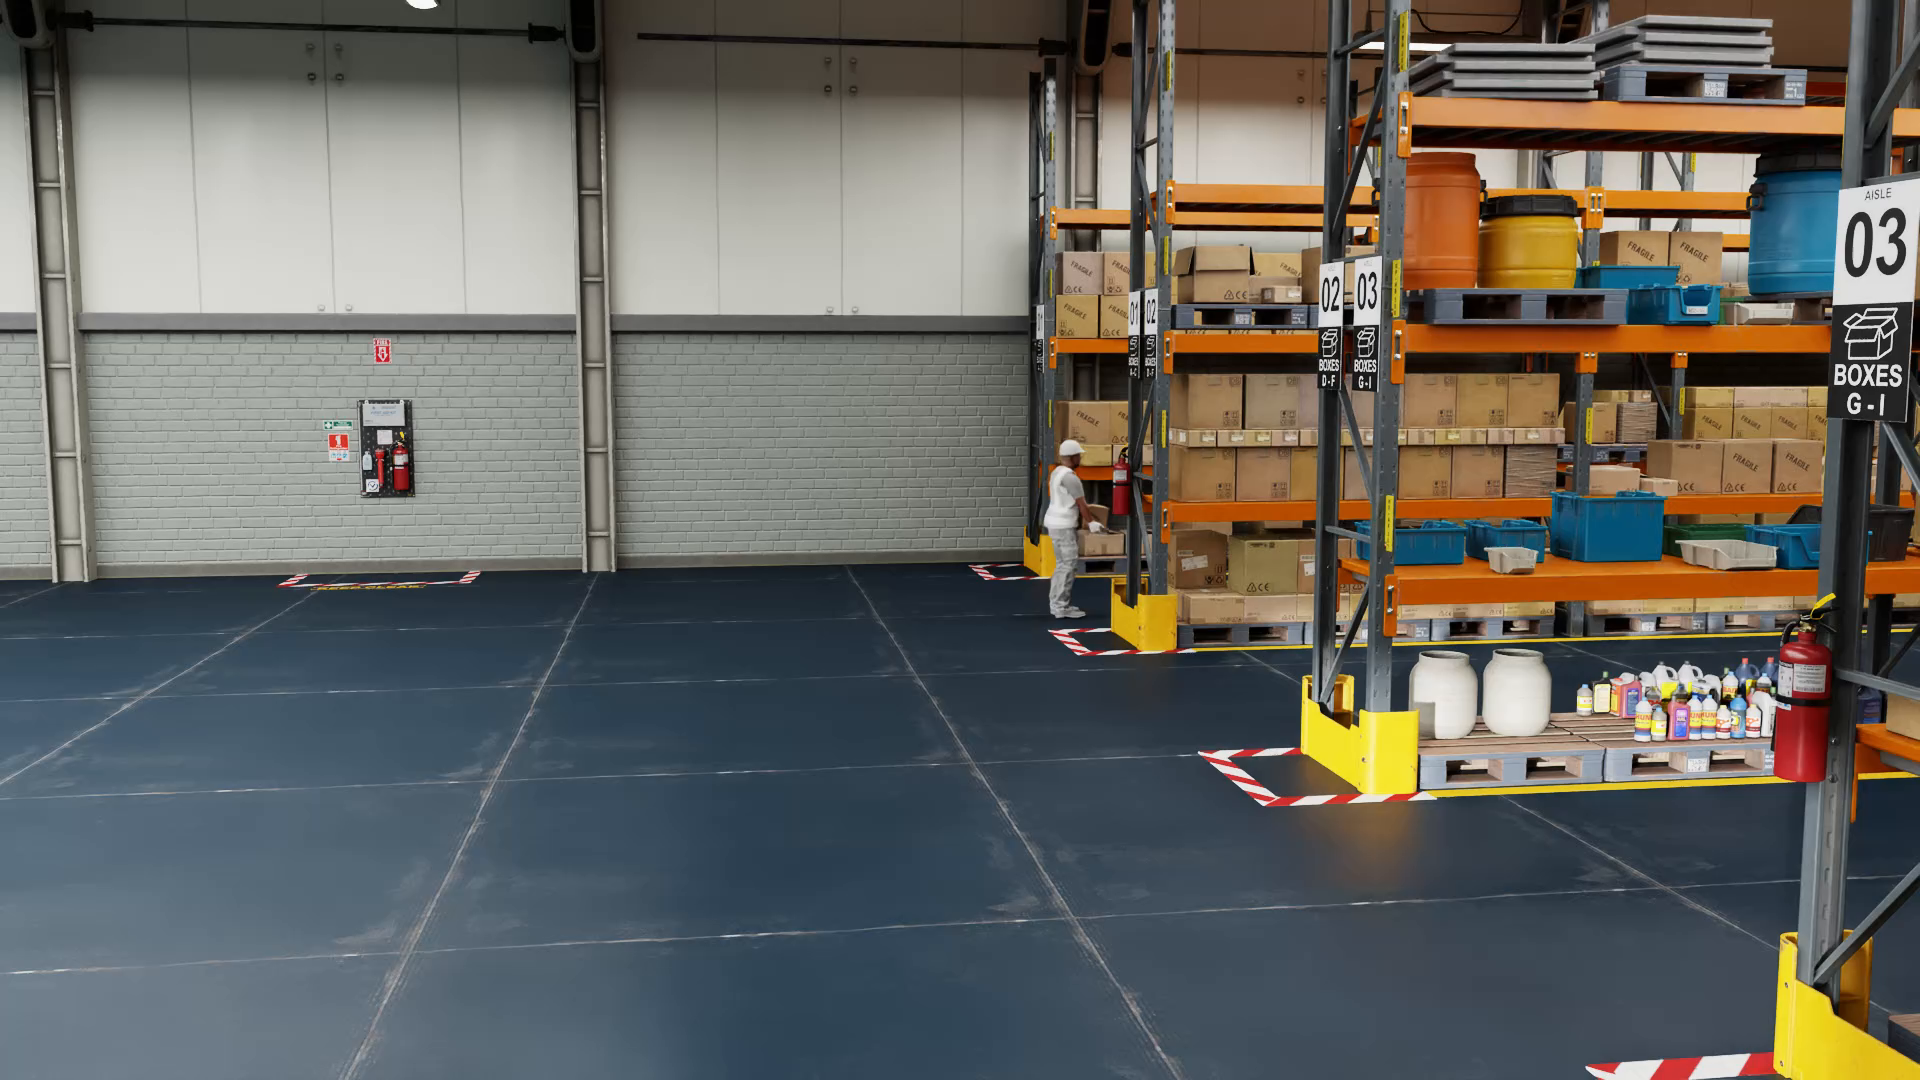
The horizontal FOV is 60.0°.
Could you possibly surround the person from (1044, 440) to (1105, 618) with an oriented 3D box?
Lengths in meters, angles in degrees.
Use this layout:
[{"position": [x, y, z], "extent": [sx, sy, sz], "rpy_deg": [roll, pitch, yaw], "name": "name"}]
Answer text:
[{"position": [1.140, -0.121, 16.723], "extent": [0.581, 1.777, 0.492], "rpy_deg": [-1, 6, -10], "name": "person"}]
